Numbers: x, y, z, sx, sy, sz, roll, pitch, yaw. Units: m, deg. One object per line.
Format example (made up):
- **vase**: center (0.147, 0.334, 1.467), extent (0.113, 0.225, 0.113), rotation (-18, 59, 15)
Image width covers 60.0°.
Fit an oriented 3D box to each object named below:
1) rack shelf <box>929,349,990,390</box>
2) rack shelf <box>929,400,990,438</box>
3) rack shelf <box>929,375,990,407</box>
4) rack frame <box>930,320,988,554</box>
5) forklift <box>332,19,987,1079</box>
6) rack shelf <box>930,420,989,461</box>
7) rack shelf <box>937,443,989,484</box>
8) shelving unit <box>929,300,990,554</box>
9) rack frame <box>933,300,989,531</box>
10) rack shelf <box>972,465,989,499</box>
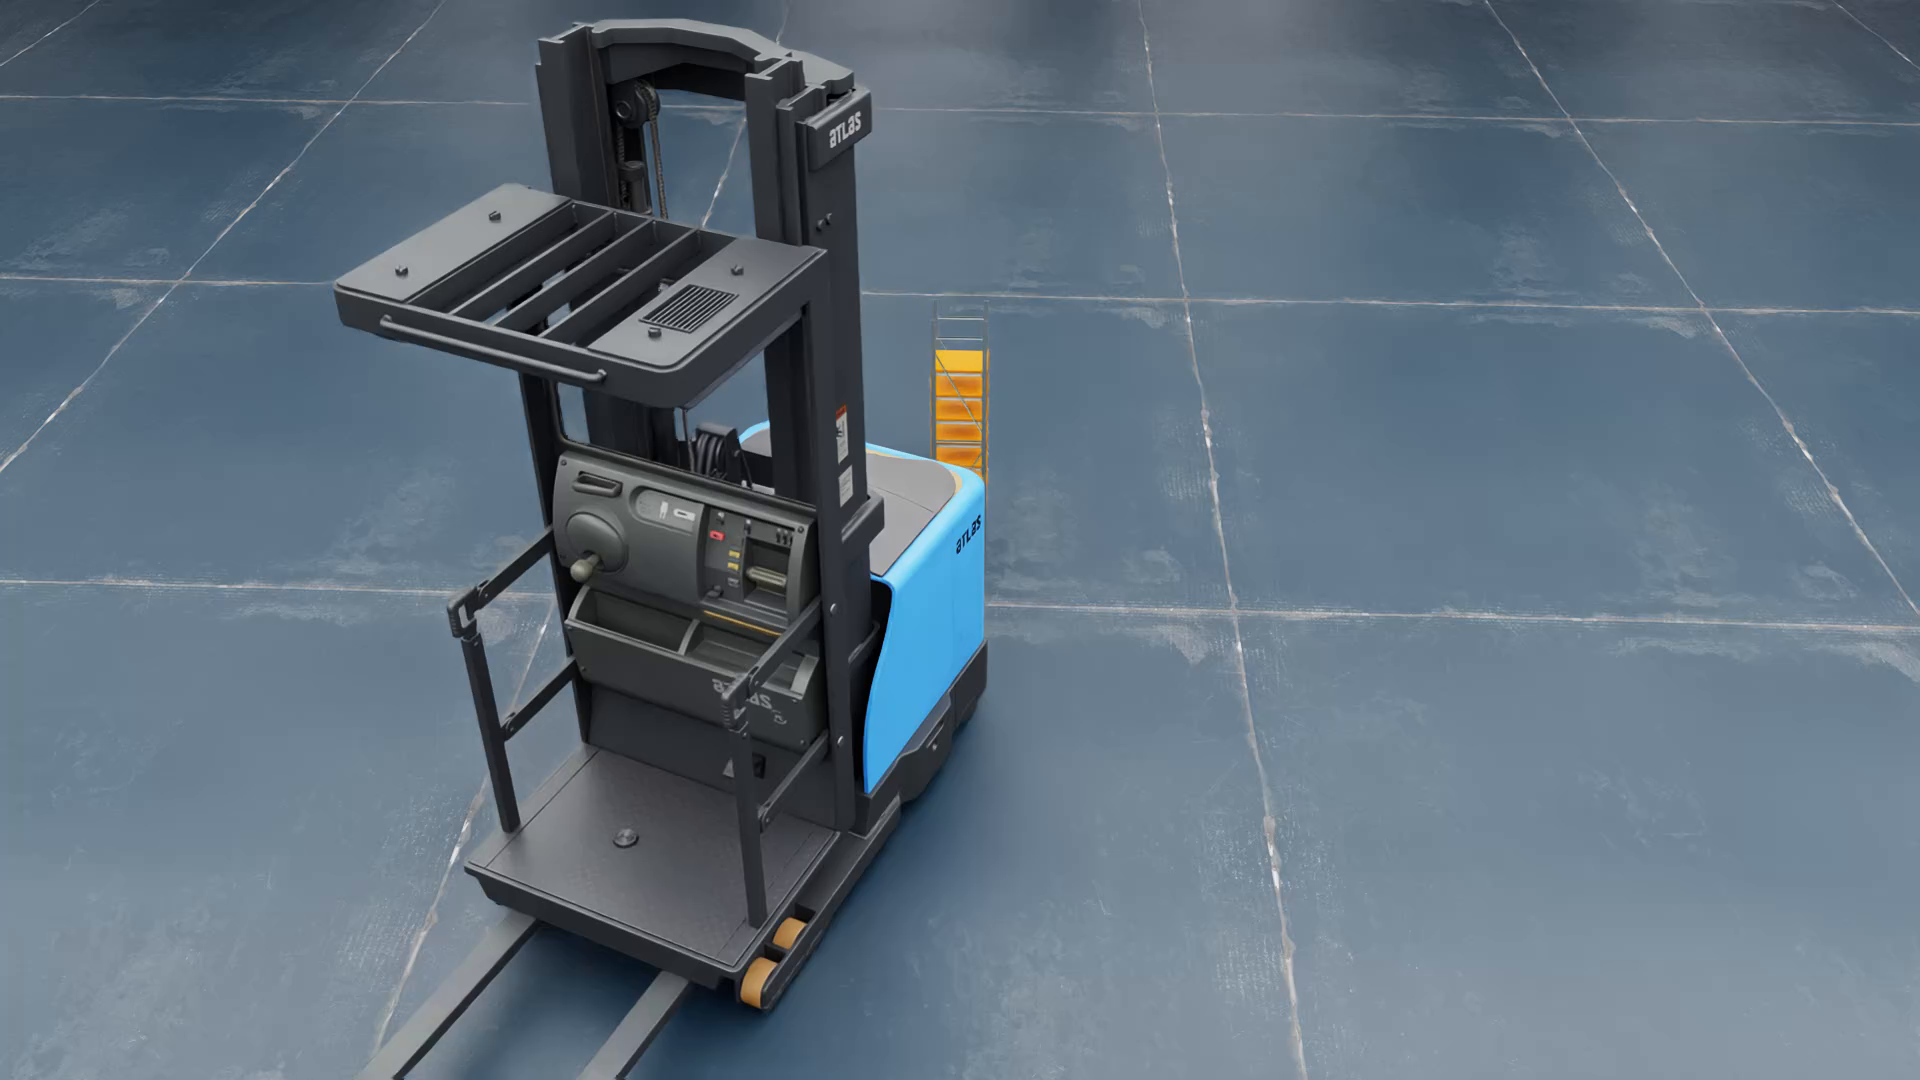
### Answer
- **rack shelf**: center (-0.001, -0.741, 7.212), extent (0.258, 0.103, 0.180), rotation (1, 35, 2)
- **rack shelf**: center (-0.001, -0.544, 7.350), extent (0.258, 0.103, 0.180), rotation (1, 35, 2)
- **rack shelf**: center (-0.001, -0.643, 7.281), extent (0.258, 0.103, 0.180), rotation (1, 35, 2)
- **rack frame**: center (-0.004, -0.430, 7.318), extent (0.240, 1.200, 0.006), rotation (1, 35, 2)
- **forklift**: center (-0.982, 0.069, 5.103), extent (1.130, 2.935, 3.031), rotation (15, 38, 21)
- **rack shelf**: center (-0.001, -0.446, 7.419), extent (0.258, 0.103, 0.180), rotation (1, 35, 2)
- **rack shelf**: center (-0.001, -0.348, 7.488), extent (0.258, 0.103, 0.180), rotation (1, 35, 2)
- **shelving unit**: center (-0.001, -0.483, 7.393), extent (0.258, 1.200, 0.189), rotation (1, 35, 2)
- **rack frame**: center (0.003, -0.535, 7.468), extent (0.240, 1.200, 0.006), rotation (1, 35, 2)
- **rack shelf**: center (-0.001, -0.250, 7.557), extent (0.258, 0.103, 0.180), rotation (1, 35, 2)
